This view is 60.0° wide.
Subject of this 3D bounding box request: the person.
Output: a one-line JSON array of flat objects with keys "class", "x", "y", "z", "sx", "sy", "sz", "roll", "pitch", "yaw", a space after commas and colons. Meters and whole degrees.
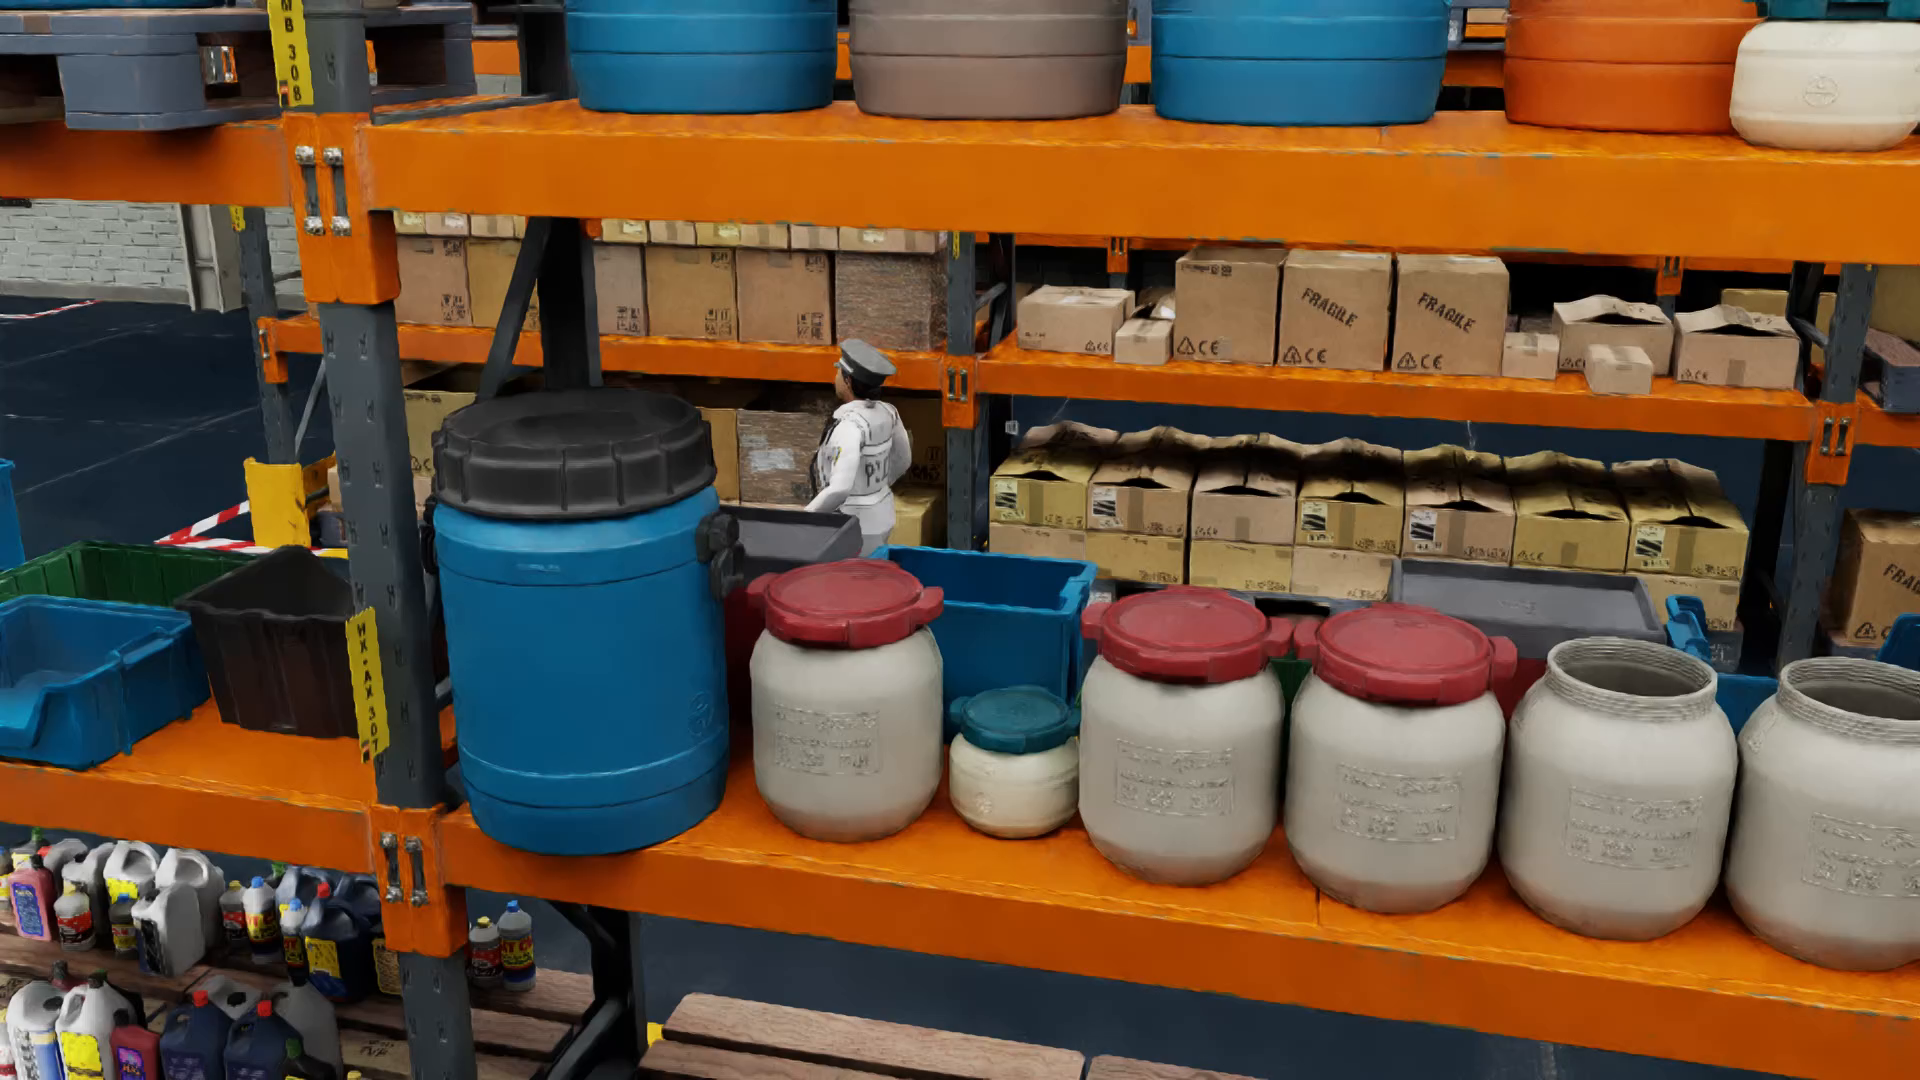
[{"class": "person", "x": -0.501, "y": -0.044, "z": 7.199, "sx": 0.467, "sy": 1.671, "sz": 0.675, "roll": 5, "pitch": 19, "yaw": 14}]
